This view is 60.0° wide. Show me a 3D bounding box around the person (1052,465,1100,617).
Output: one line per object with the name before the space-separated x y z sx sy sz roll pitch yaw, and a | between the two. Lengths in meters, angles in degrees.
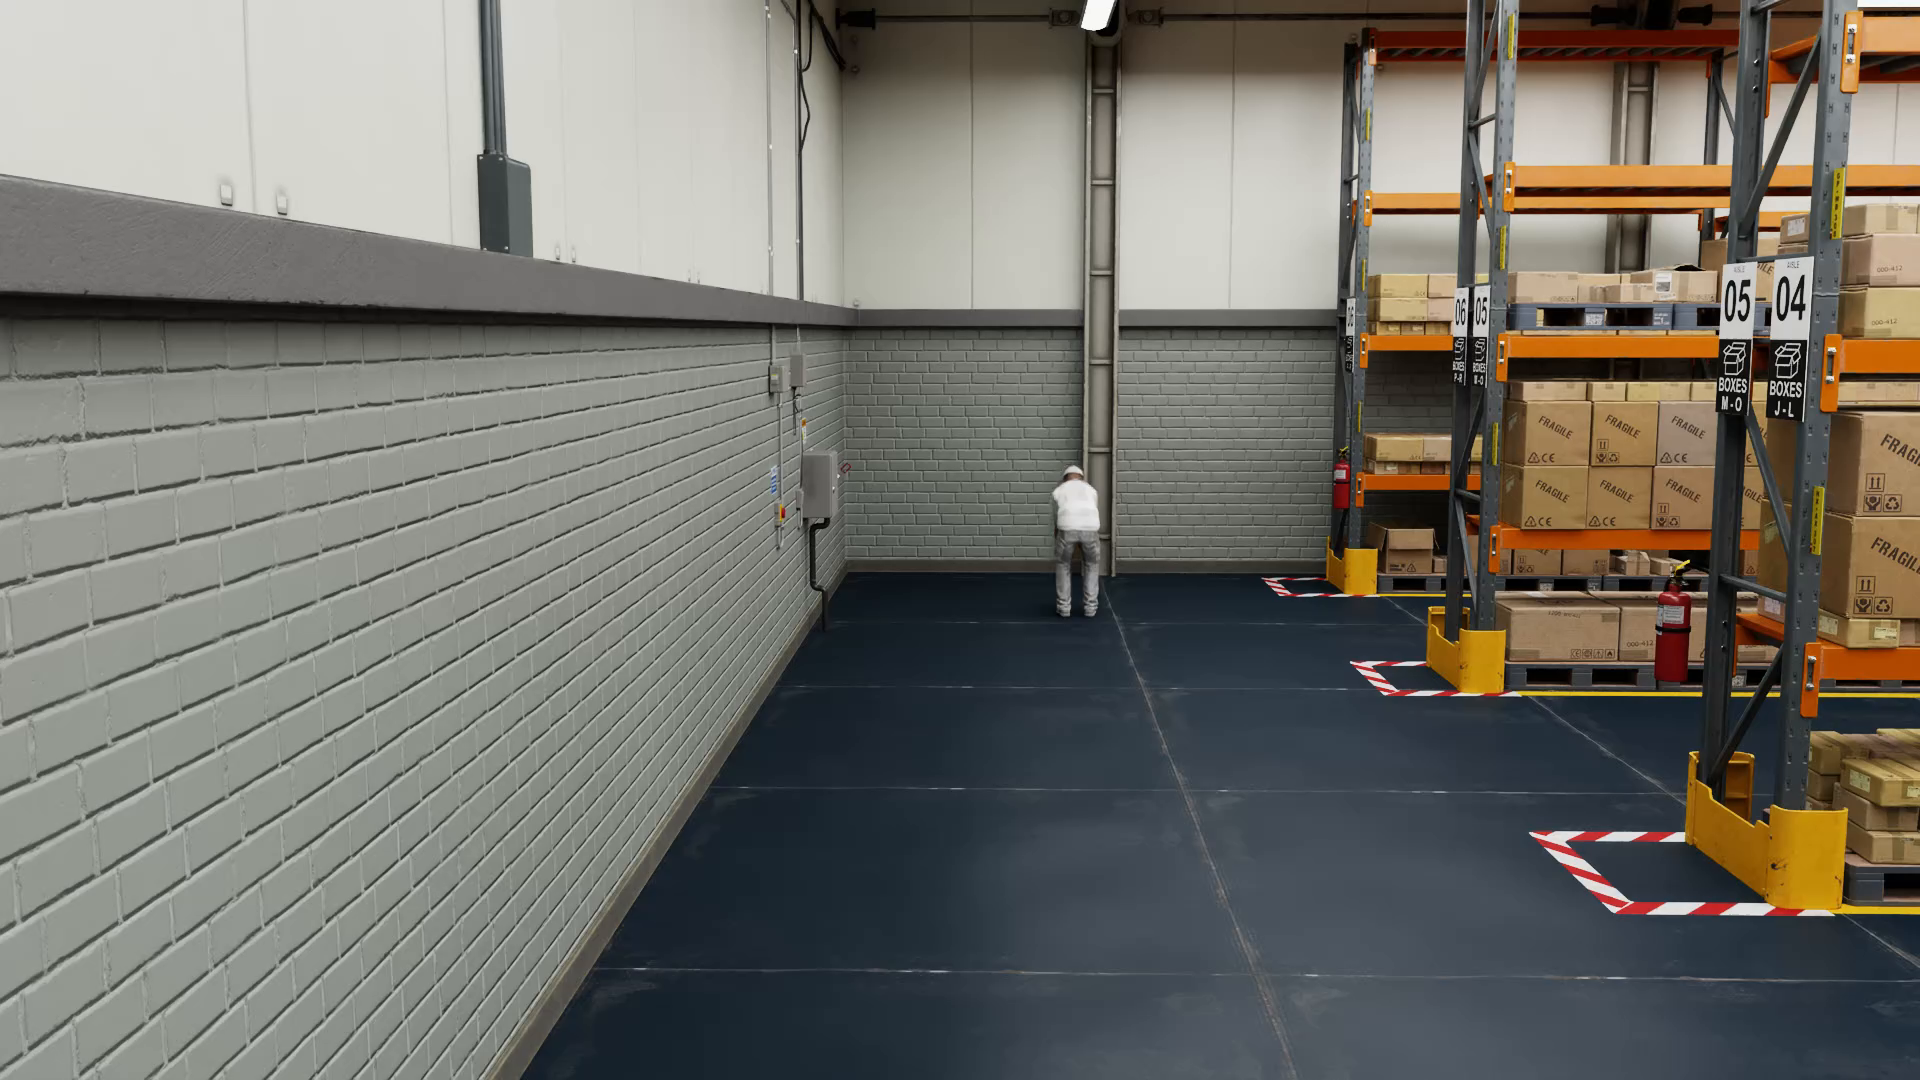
person | 1.174 0.001 16.911 0.480 1.474 0.862 0 7 0
